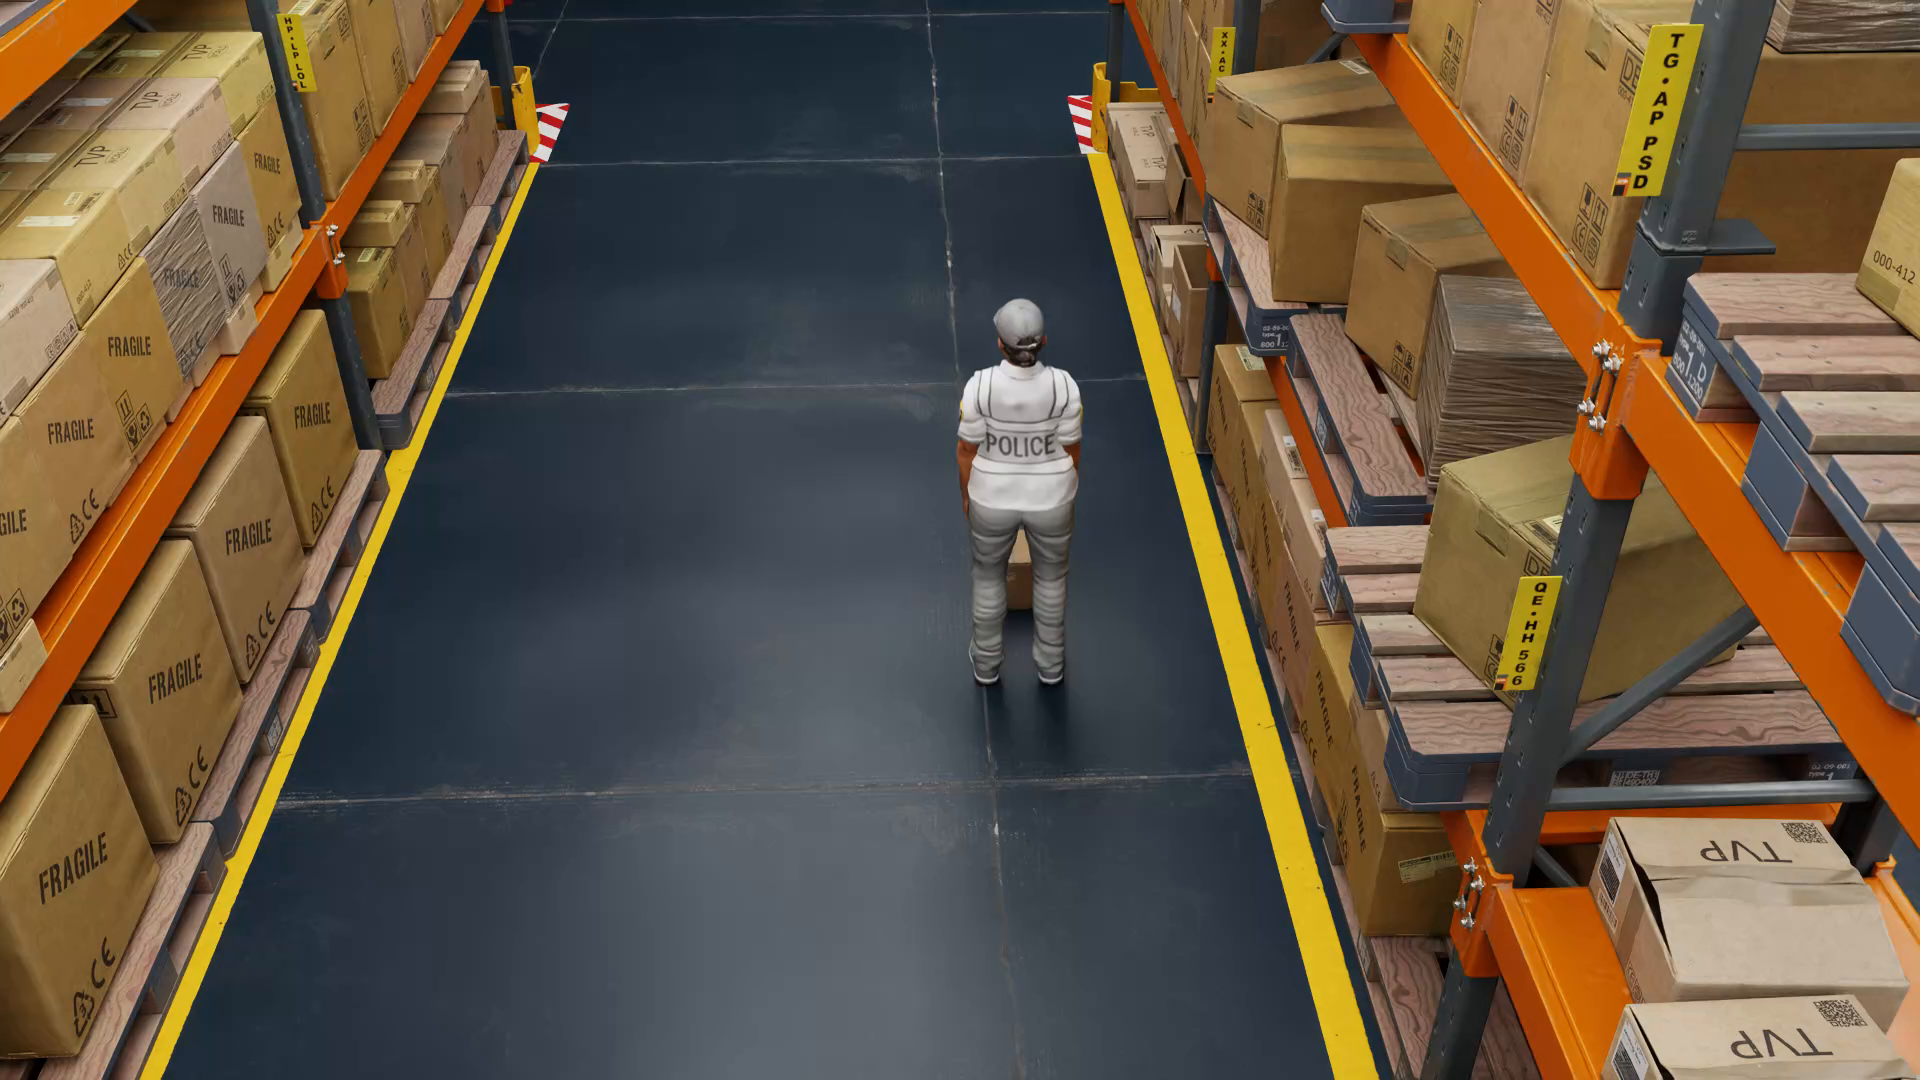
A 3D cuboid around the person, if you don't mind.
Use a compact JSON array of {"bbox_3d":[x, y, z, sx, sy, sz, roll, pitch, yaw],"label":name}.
[{"bbox_3d":[0.220,-0.170,6.386,0.468,1.663,0.394,0,35,0],"label":"person"}]
